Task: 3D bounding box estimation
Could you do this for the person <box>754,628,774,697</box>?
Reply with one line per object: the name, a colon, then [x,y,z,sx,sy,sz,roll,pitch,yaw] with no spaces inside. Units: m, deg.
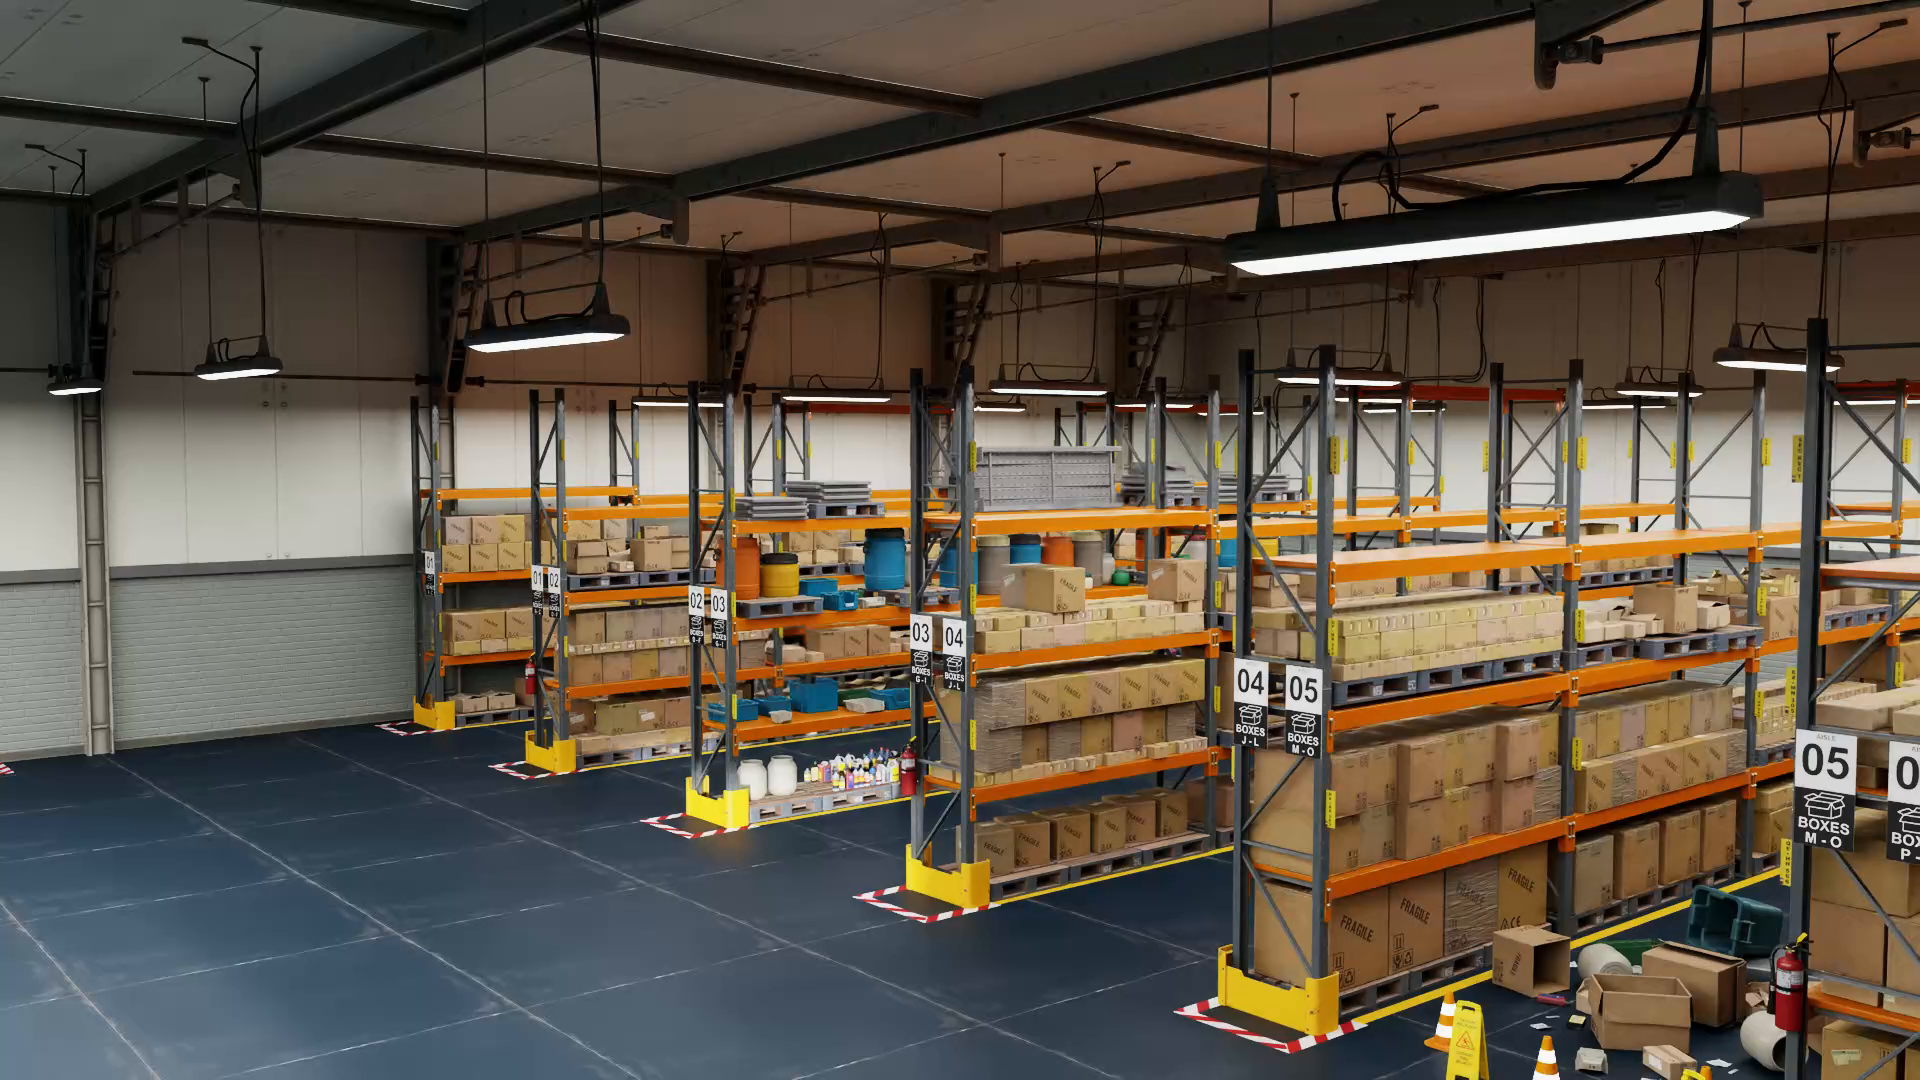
person: [-3.627,2.449,30.709,0.619,1.745,0.666,-3,5,-45]
